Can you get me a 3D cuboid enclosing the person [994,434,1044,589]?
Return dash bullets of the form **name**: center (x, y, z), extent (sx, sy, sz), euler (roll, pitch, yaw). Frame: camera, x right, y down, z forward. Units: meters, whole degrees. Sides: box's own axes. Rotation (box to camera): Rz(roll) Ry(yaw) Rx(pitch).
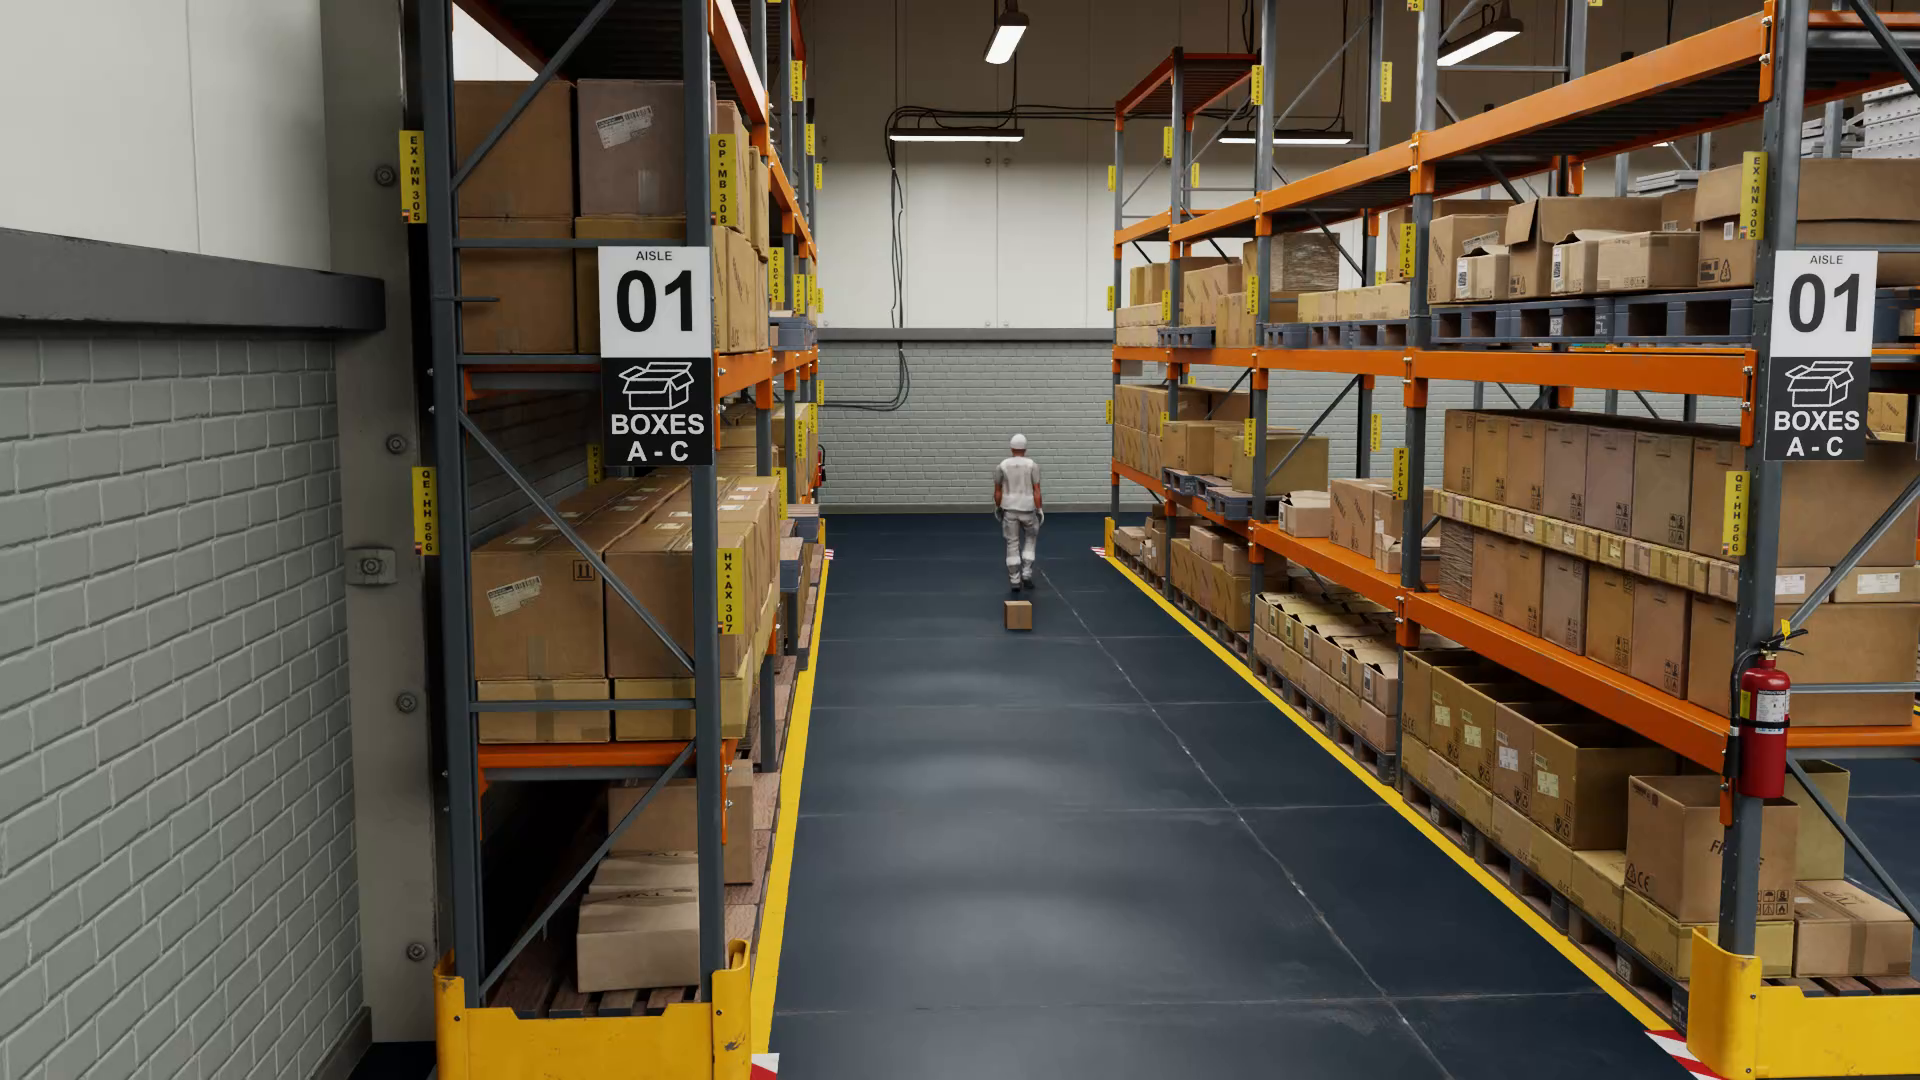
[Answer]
- **person**: center (0.686, -0.308, 19.279), extent (0.588, 1.846, 0.534), euler (1, 7, 5)
